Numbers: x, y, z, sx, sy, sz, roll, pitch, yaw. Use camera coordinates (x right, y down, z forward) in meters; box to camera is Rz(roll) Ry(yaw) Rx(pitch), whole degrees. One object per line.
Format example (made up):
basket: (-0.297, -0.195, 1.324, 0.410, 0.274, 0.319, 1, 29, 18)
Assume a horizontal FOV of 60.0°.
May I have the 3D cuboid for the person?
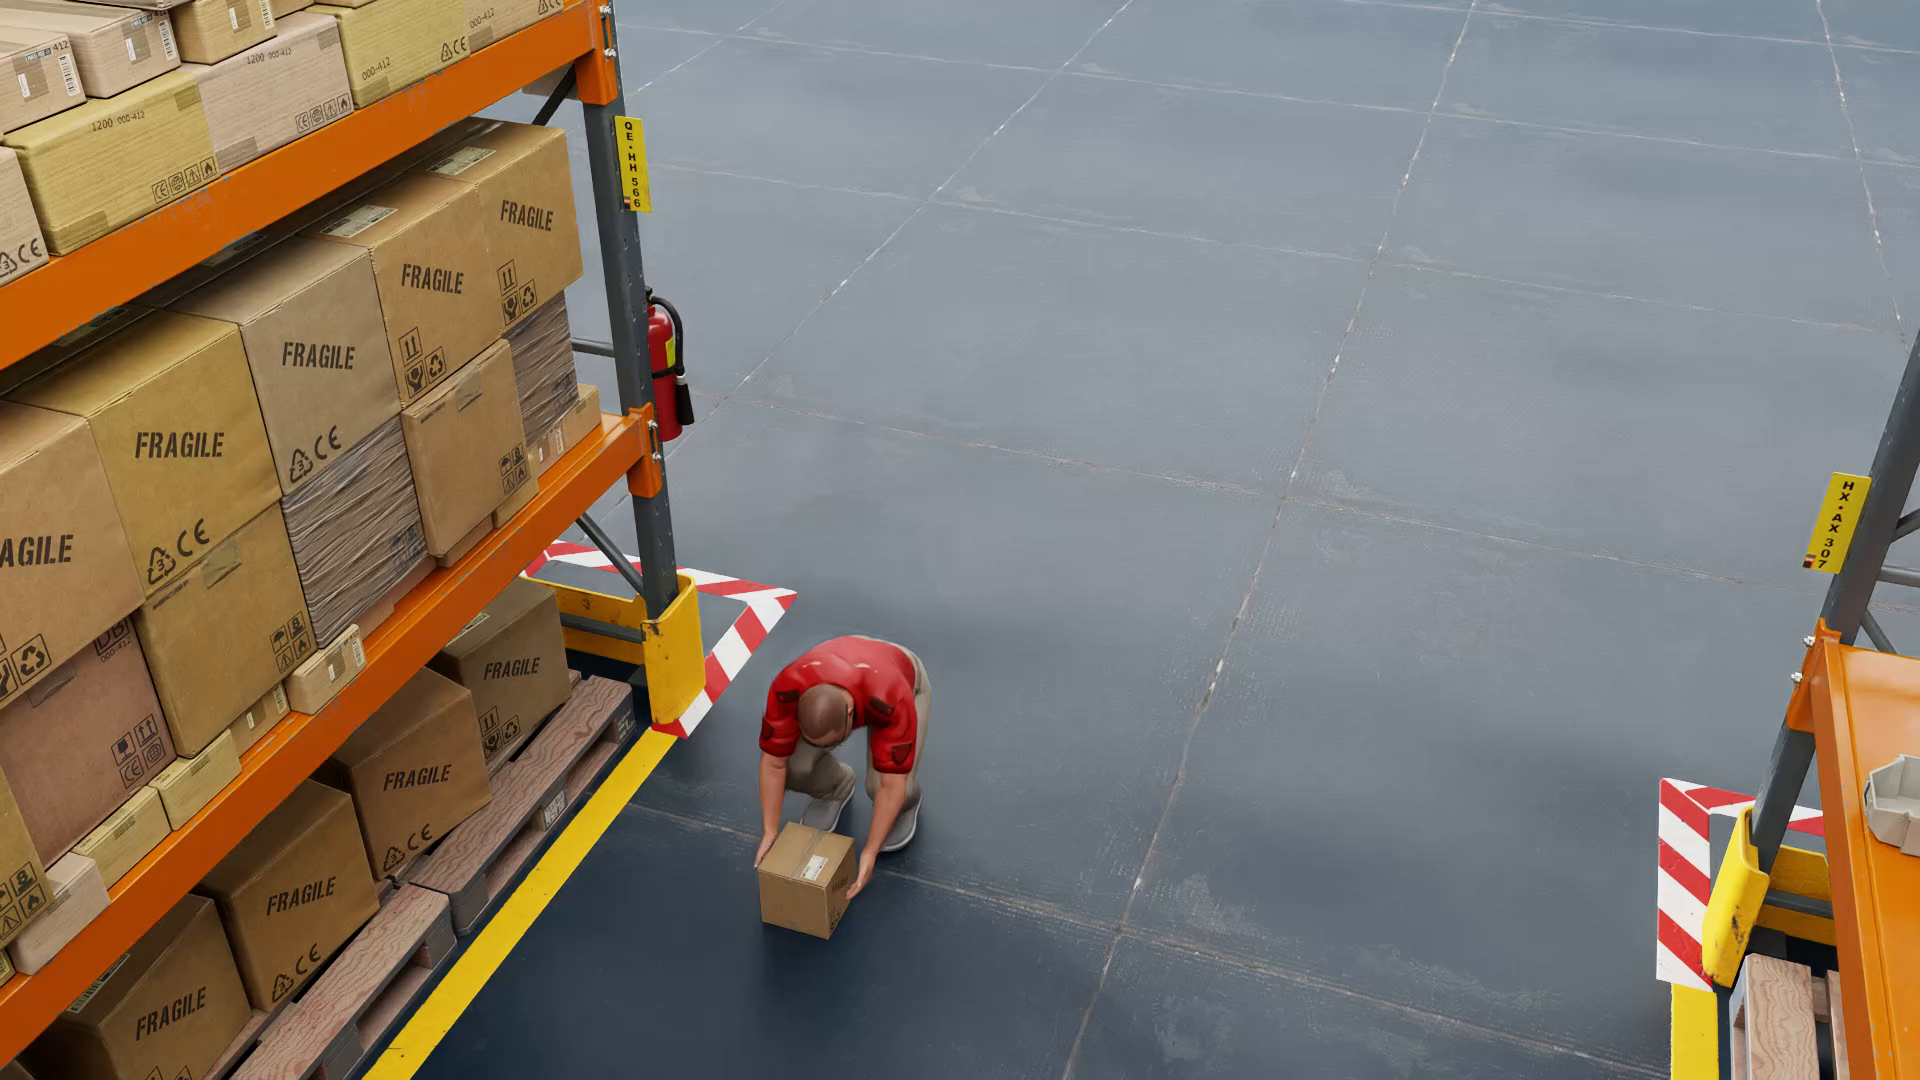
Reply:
person: (-0.368, 0.699, 5.802, 0.559, 0.949, 0.879, 11, 35, 16)
